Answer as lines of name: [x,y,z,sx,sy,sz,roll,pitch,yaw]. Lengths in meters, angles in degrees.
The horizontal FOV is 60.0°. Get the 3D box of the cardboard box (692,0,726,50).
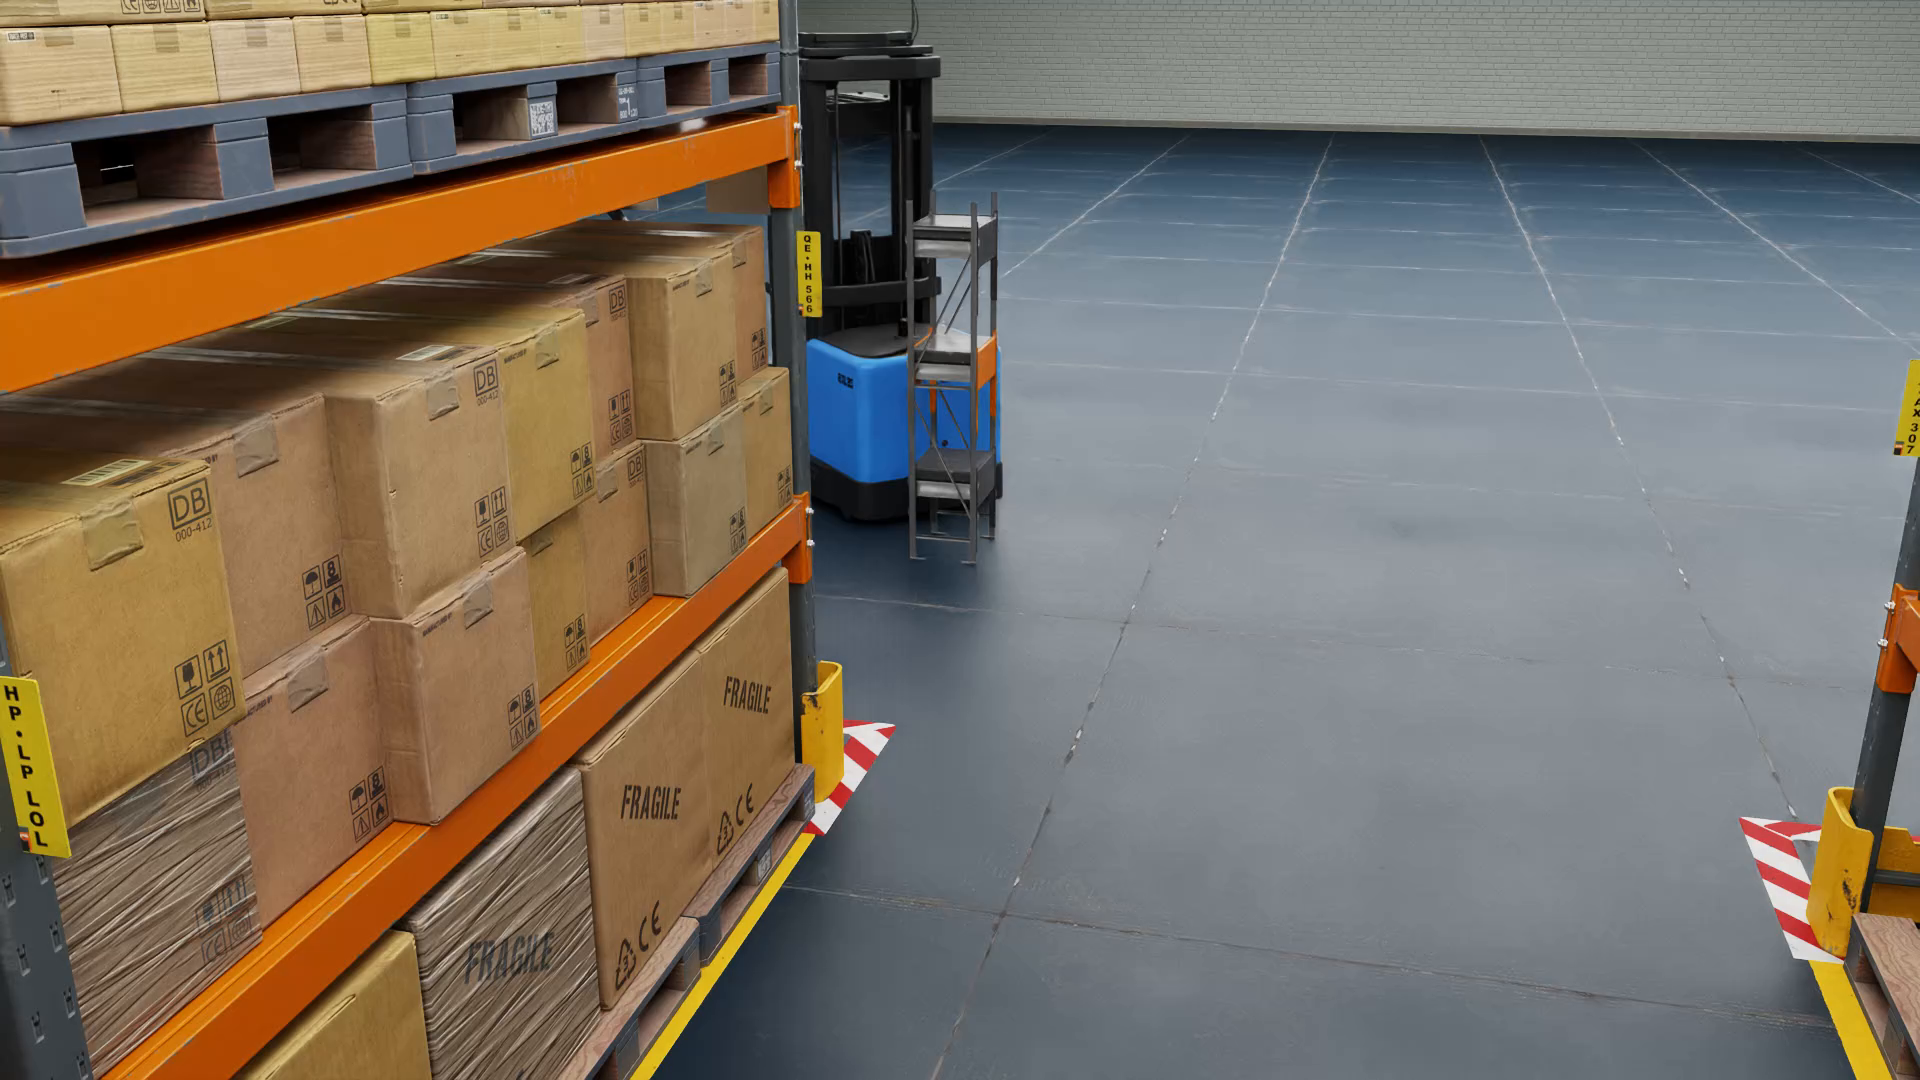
cardboard box: [-0.979,-1.660,5.351,0.380,0.149,0.250,5,19,14]

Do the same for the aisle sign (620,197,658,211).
aisle sign: [-1.376,-1.680,6.444,0.394,0.787,0.004,5,19,13]

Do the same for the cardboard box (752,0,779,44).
cardboard box: [-0.855,-1.820,5.818,0.380,0.149,0.250,5,19,13]

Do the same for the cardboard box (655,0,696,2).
cardboard box: [-1.074,-1.807,5.165,0.500,0.250,0.500,5,19,13]

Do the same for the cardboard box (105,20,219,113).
cardboard box: [-1.600,-0.866,3.025,0.380,0.149,0.250,5,19,14]

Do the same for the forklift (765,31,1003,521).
forklift: [-0.879,-1.937,11.323,1.130,2.935,3.031,-10,21,-27]

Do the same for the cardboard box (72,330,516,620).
cardboard box: [-1.669,-0.185,4.186,0.875,0.550,0.550,5,19,13]

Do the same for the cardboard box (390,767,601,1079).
cardboard box: [-1.641,1.182,4.724,0.875,0.875,0.875,5,19,14]

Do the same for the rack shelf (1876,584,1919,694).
rack shelf: [3.194,0.987,3.771,1.077,0.370,4.000,5,19,13]

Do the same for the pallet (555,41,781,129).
pallet: [-1.273,-1.548,5.576,1.003,0.211,1.213,5,19,13]

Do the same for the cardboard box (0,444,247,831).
cardboard box: [-1.956,0.155,3.191,0.875,0.550,0.550,5,19,13]

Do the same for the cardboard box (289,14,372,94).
cardboard box: [-1.476,-1.022,3.483,0.380,0.149,0.250,4,19,13]

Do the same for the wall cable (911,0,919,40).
wall cable: [-2.453,-12.599,37.954,3.097,2.526,0.112,5,19,13]

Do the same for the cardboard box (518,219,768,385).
cardboard box: [-1.230,-0.873,6.200,0.875,0.550,0.550,5,19,13]

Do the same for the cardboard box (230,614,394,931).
cardboard box: [-1.889,0.488,3.886,0.875,0.550,0.550,5,19,13]

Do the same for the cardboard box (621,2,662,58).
cardboard box: [-1.104,-1.501,4.884,0.380,0.149,0.250,4,19,13]

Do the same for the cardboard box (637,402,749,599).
cardboard box: [-1.262,-0.181,5.845,0.875,0.550,0.550,5,19,13]

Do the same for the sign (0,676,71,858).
sign: [-1.551,0.379,2.768,0.100,0.325,0.005,5,19,13]

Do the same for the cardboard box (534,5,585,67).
cardboard box: [-1.228,-1.342,4.419,0.380,0.149,0.250,5,19,14]

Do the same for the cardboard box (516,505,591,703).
cardboard box: [-1.610,0.154,4.864,0.875,0.550,0.500,5,19,13]

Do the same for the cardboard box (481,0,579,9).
cardboard box: [-1.321,-1.492,4.242,0.500,0.250,0.500,5,19,14]

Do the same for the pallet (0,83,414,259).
pallet: [-1.869,-0.783,3.337,1.003,0.211,1.213,5,19,13]

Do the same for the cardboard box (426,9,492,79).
cardboard box: [-1.352,-1.184,3.956,0.380,0.149,0.250,5,19,13]

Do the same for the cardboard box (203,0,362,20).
cardboard box: [-1.567,-1.175,3.314,0.500,0.250,0.500,4,19,13]

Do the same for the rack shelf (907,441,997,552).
rack shelf: [-0.040,-0.266,9.927,0.431,0.518,0.480,5,19,13]

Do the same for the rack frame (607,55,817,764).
rack frame: [-1.102,-0.404,6.730,1.000,3.000,0.127,5,19,13]

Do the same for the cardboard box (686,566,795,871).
cardboard box: [-1.204,0.620,6.368,0.875,0.875,0.875,5,19,14]

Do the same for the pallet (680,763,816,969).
pallet: [-1.222,1.172,6.429,1.003,0.211,1.213,5,19,13]

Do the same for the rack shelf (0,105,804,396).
rack shelf: [-1.591,-0.856,4.526,1.077,0.370,4.000,5,19,13]

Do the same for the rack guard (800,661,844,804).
rack guard: [-1.096,0.771,7.156,1.175,0.500,0.348,5,19,13]

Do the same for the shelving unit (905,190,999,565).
shelving unit: [-0.040,-0.942,9.696,0.431,2.100,0.503,5,19,13]

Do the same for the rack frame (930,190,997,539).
rack frame: [0.019,-1.018,9.920,0.400,2.100,0.015,5,19,13]

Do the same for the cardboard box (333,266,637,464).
cardboard box: [-1.544,-0.528,5.191,0.875,0.550,0.550,5,19,13]
